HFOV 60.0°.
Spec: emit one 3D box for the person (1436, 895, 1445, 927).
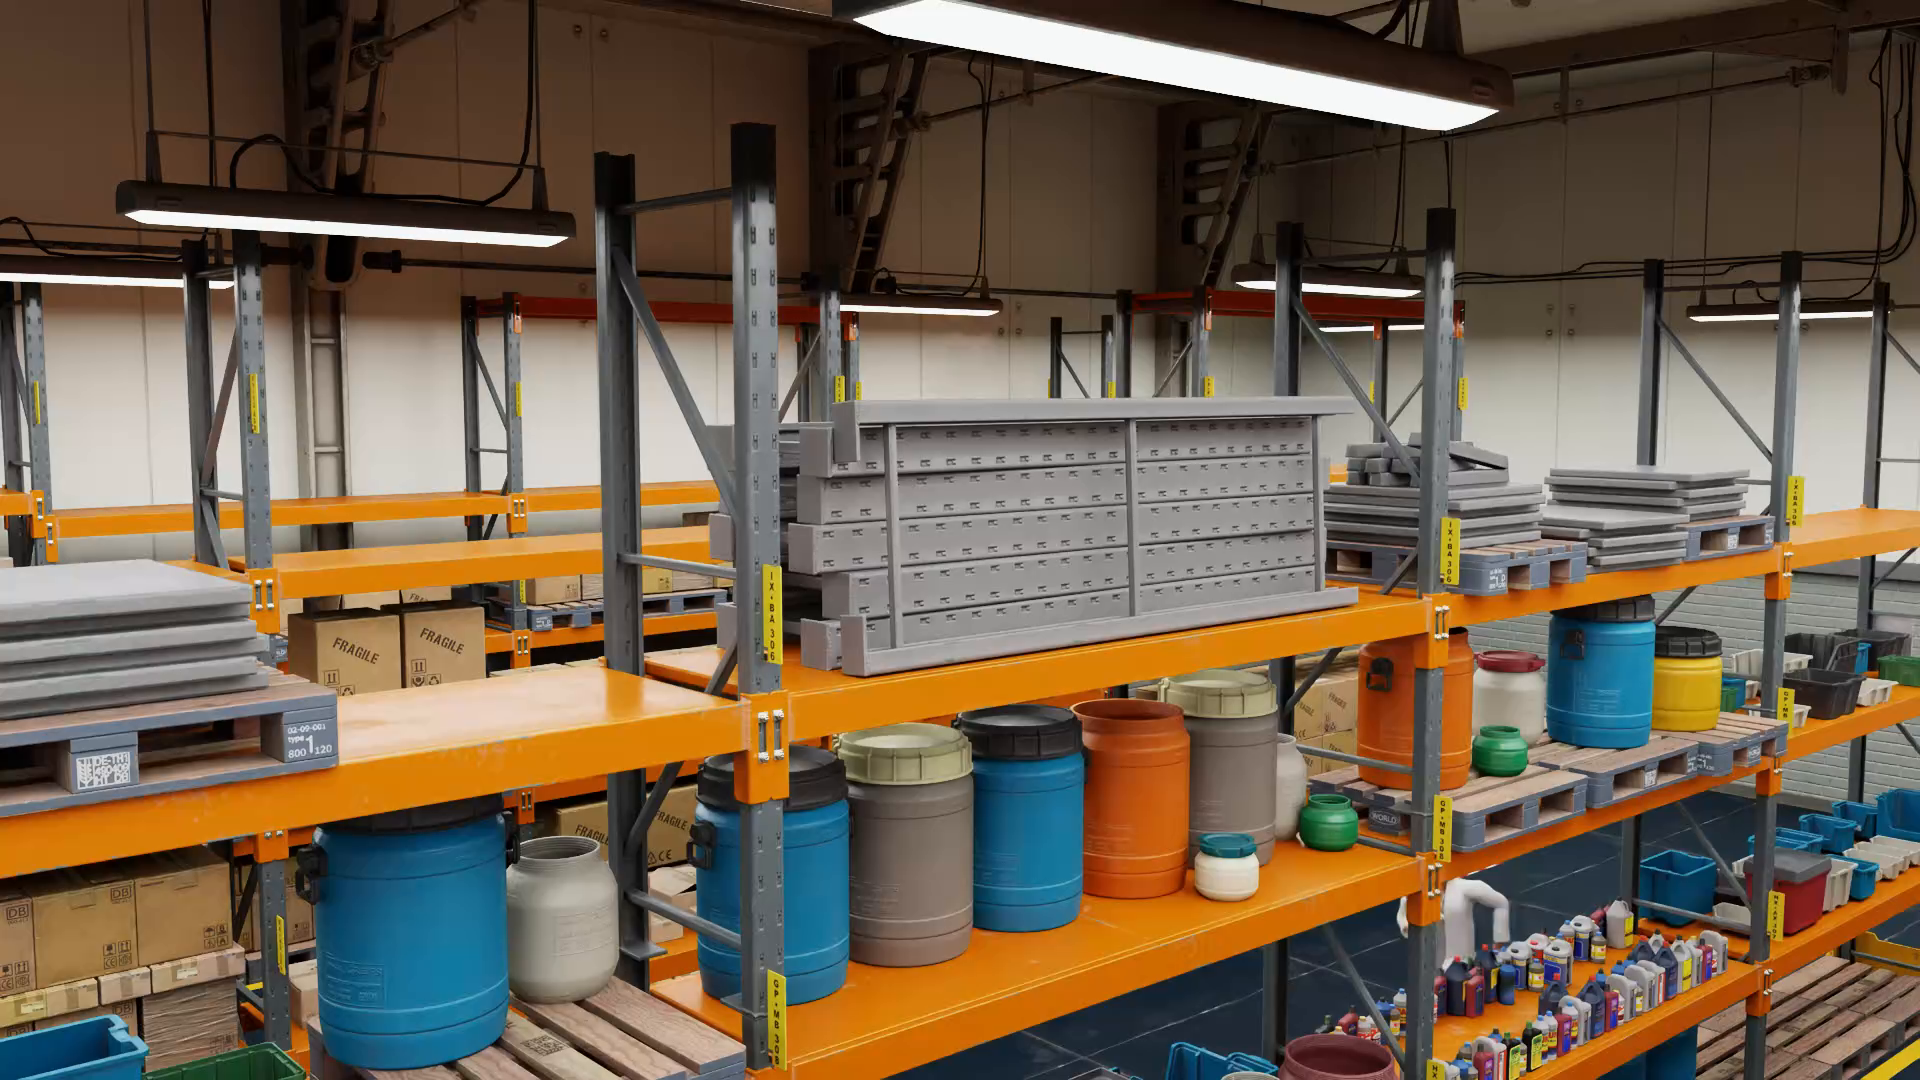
[{"bbox_3d":[3.658,3.230,12.331,0.198,1.549,0.657,5,7,44],"label":"person"}]
